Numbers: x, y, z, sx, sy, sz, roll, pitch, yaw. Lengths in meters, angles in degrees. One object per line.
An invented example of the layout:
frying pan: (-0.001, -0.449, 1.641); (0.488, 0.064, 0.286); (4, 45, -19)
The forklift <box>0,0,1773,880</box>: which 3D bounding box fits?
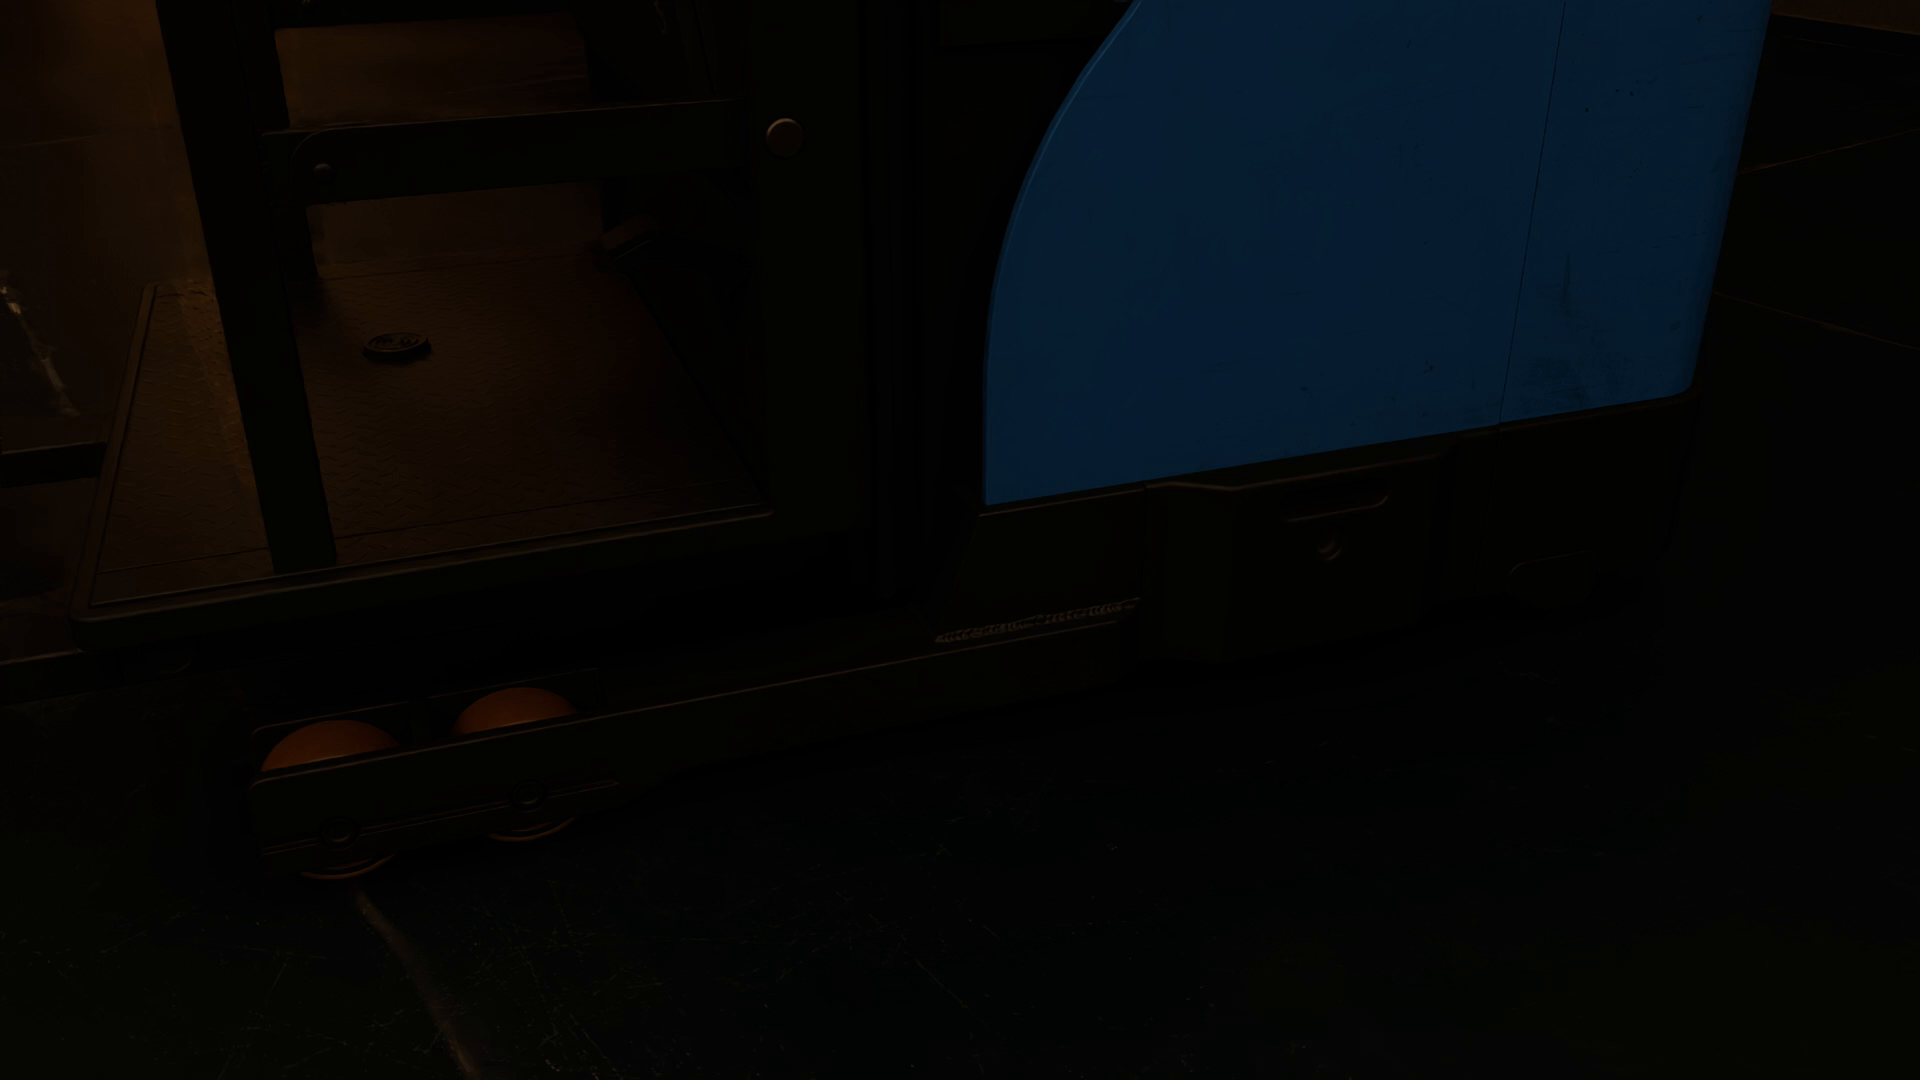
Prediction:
forklift: (-0.572, -1.215, 1.653); (3.031, 2.935, 1.130); (-9, 28, -18)
